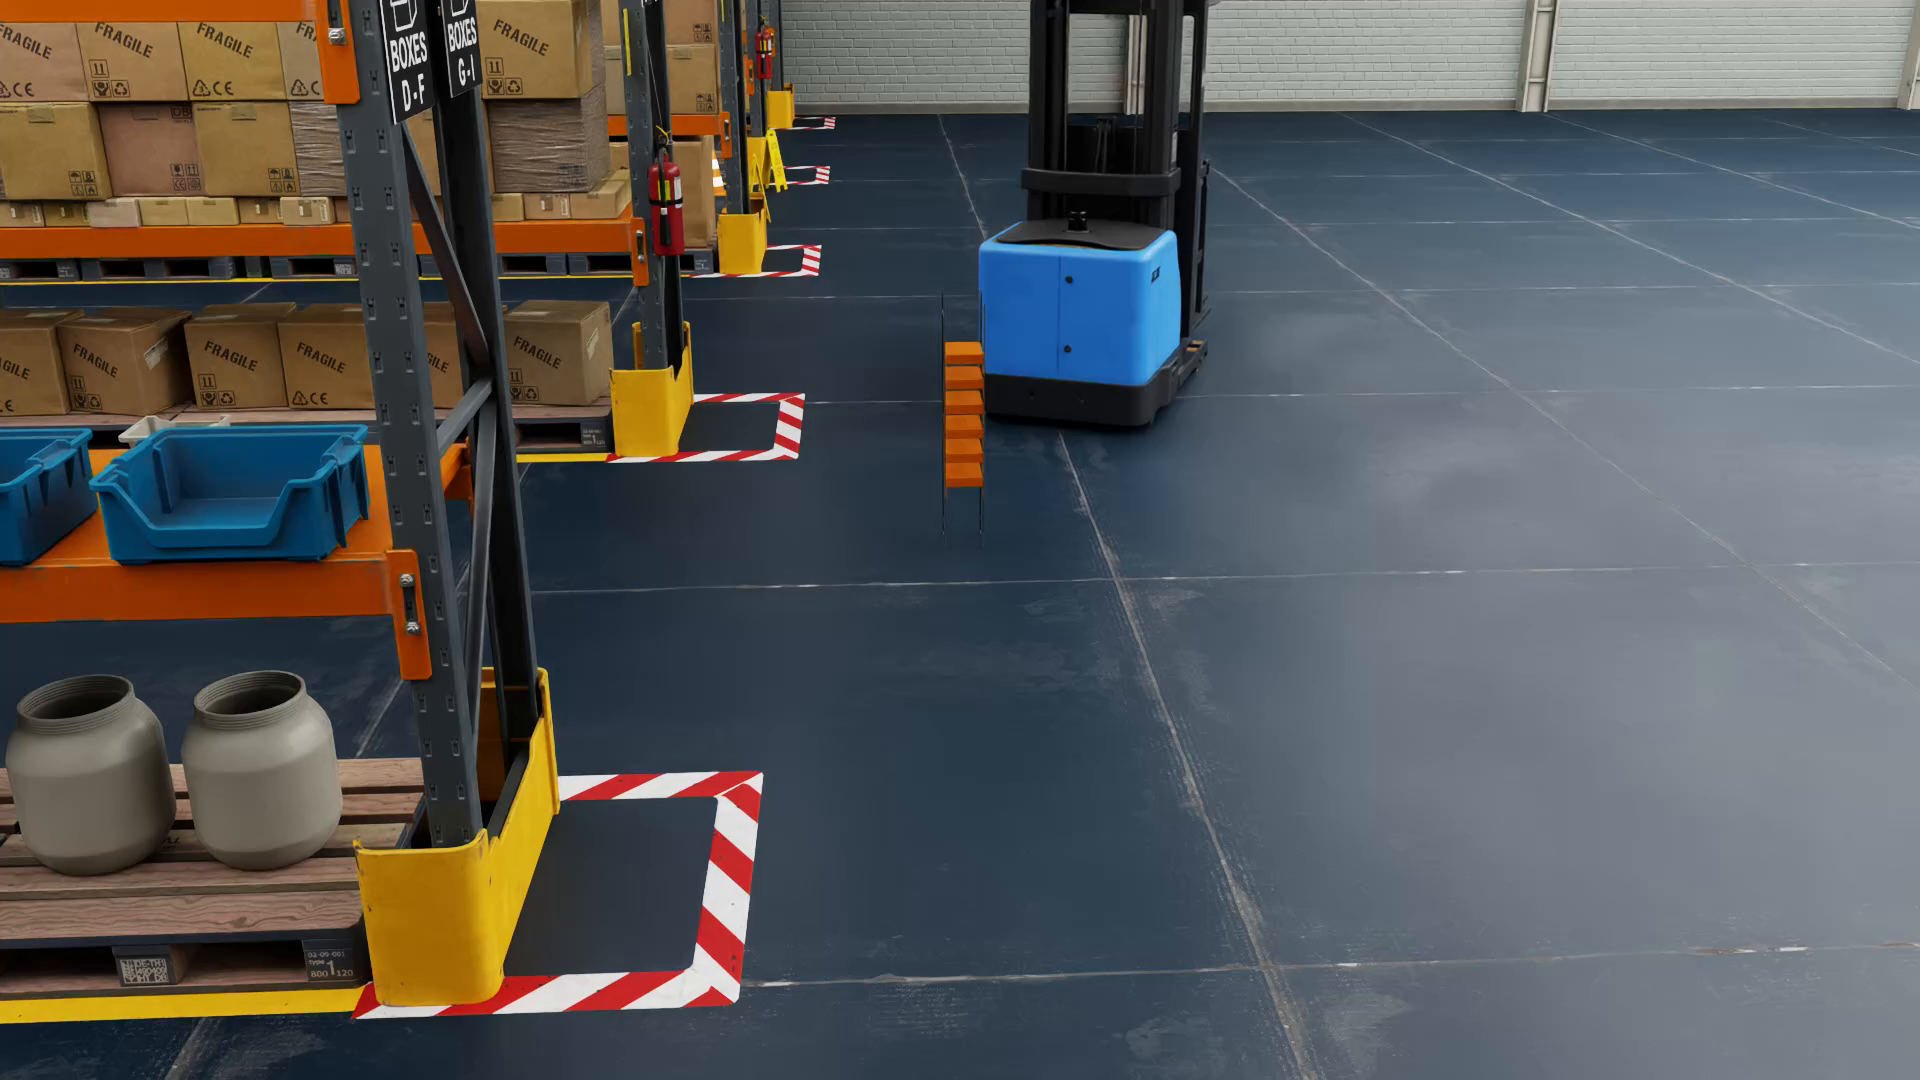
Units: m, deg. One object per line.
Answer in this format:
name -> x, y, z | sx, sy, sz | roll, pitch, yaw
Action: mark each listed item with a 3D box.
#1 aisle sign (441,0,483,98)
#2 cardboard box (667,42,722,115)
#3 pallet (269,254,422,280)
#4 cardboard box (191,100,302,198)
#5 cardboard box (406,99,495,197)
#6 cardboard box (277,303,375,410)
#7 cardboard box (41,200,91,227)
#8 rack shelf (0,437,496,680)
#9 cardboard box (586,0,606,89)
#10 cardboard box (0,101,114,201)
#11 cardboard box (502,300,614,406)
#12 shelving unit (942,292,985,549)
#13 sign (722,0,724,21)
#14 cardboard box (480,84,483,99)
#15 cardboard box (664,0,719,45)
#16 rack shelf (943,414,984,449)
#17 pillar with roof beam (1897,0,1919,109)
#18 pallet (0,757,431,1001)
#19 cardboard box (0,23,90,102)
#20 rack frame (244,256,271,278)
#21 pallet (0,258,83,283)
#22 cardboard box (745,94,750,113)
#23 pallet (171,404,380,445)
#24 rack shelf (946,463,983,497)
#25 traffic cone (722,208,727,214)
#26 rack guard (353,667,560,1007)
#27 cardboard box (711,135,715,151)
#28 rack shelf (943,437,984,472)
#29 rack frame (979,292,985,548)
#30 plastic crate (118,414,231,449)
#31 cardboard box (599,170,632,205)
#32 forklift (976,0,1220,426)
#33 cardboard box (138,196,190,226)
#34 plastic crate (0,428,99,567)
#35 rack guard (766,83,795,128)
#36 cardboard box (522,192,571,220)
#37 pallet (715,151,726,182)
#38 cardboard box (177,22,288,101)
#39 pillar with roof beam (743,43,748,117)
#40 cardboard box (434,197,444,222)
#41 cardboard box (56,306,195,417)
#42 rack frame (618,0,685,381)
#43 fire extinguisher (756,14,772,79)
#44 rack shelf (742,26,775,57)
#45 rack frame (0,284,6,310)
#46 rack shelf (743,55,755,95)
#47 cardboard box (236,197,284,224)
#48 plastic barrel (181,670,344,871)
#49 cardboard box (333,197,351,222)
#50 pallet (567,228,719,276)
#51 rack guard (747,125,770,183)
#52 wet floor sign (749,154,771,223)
aisle sign -> -1.389, -1.638, 4.553 | 0.004, 0.787, 0.394 | -1, 21, -3
cardboard box -> -2.277, -3.887, 13.904 | 0.550, 0.550, 0.875 | -1, 21, -3
pallet -> -5.139, -2.444, 14.243 | 1.213, 0.211, 1.003 | -1, 21, -3
cardboard box -> -3.772, -2.207, 9.144 | 0.500, 0.500, 0.875 | -1, 21, -3
cardboard box -> -2.770, -2.208, 9.147 | 0.500, 0.500, 0.875 | -1, 21, -3
cardboard box -> -3.573, -1.068, 9.632 | 0.500, 0.500, 0.500 | 1, 21, 2
cardboard box -> -4.741, -1.799, 8.984 | 0.250, 0.149, 0.380 | -1, 21, -3
rack shelf -> -3.441, 0.060, 4.760 | 4.000, 0.370, 1.077 | -1, 21, -3
cardboard box -> -2.292, -2.815, 9.336 | 0.500, 0.500, 0.500 | -1, 21, -3
cardboard box -> -4.767, -2.166, 9.036 | 0.500, 0.500, 0.875 | -1, 21, -3
cardboard box -> -2.352, -1.098, 9.712 | 0.500, 0.500, 0.500 | 3, 21, 7
shelving unit -> 0.014, -0.561, 7.908 | 0.189, 1.200, 0.258 | -1, 21, -3
sign -> -1.892, -4.299, 13.238 | 0.005, 0.325, 0.100 | -1, 21, -3
cardboard box -> -2.761, -2.619, 8.819 | 0.500, 0.500, 0.500 | -1, 21, -3
cardboard box -> -2.282, -4.422, 13.790 | 0.550, 0.550, 0.875 | -1, 21, -3
rack shelf -> 0.014, -0.520, 7.924 | 0.180, 0.103, 0.258 | -1, 21, -3
pillar with roof beam -> 14.890, -9.306, 19.917 | 0.400, 9.000, 9.100 | -1, 21, -3
pallet -> -2.329, 1.019, 5.148 | 1.213, 0.211, 1.003 | -1, 21, -3
cardboard box -> -4.758, -2.578, 8.713 | 0.500, 0.500, 0.500 | -1, 21, -3
rack frame -> -5.903, -3.759, 13.779 | 0.127, 3.000, 1.000 | -1, 21, -3
pallet -> -7.890, -2.388, 14.096 | 1.213, 0.211, 1.003 | -1, 21, -3
cardboard box -> -3.031, -6.150, 23.332 | 0.500, 0.250, 0.500 | -1, 21, -3
pallet -> -3.831, -0.744, 9.779 | 1.213, 0.211, 1.003 | -1, 21, -3
rack shelf -> 0.014, -0.295, 8.009 | 0.180, 0.103, 0.258 | -1, 21, -3
traffic cone -> -2.246, -3.557, 16.813 | 0.334, 0.463, 0.336 | -1, 21, -3
rack guard -> -1.518, 0.869, 5.135 | 0.348, 0.500, 1.175 | -1, 21, -3
cardboard box -> -3.114, -4.590, 19.236 | 0.500, 0.250, 0.500 | -1, 21, -3
rack shelf -> 0.014, -0.407, 7.967 | 0.180, 0.103, 0.258 | -1, 21, -3
rack frame -> 0.106, -0.563, 7.913 | 0.006, 1.200, 0.240 | -1, 21, -3
plastic crate -> -2.356, -0.290, 5.038 | 0.250, 0.136, 0.298 | -1, 21, -3
cardboard box -> -2.025, -2.038, 9.612 | 0.250, 0.149, 0.380 | -1, 21, -3
forklift -> 1.042, -2.523, 10.629 | 1.130, 2.935, 3.031 | 7, 22, 17
cardboard box -> -4.242, -1.810, 9.011 | 0.250, 0.149, 0.380 | -1, 21, -3
plastic crate -> -2.576, -0.120, 4.430 | 0.408, 0.251, 0.499 | -1, 21, -3
rack guard -> -2.556, -6.192, 23.683 | 0.348, 0.500, 1.175 | -1, 21, -3
cardboard box -> -2.250, -1.875, 9.184 | 0.250, 0.149, 0.380 | -1, 21, -3
pallet -> -3.182, -4.288, 19.088 | 1.213, 0.211, 1.003 | -1, 21, -3
cardboard box -> -3.760, -2.602, 8.776 | 0.500, 0.500, 0.500 | -1, 21, -3
pillar with roof beam -> -3.081, -8.941, 18.957 | 0.400, 9.000, 9.100 | -1, 21, -3
cardboard box -> -2.747, -1.852, 9.123 | 0.250, 0.149, 0.380 | -1, 21, -3
cardboard box -> -4.748, -1.032, 9.538 | 0.500, 0.500, 0.500 | 5, 22, 14
rack frame -> -1.727, -2.077, 9.360 | 0.127, 3.000, 1.000 | -1, 21, -3
fire extinguisher -> -2.152, -5.399, 18.196 | 0.183, 0.674, 0.296 | -1, 21, -3
rack shelf -> -4.577, -6.983, 23.258 | 4.000, 0.370, 1.077 | -1, 21, -3
rack frame -> -5.721, -1.995, 9.146 | 0.127, 3.000, 1.000 | -1, 21, -3
rack shelf -> -4.290, -5.220, 18.627 | 4.000, 0.370, 1.077 | -1, 21, -3
cardboard box -> -3.745, -1.832, 9.070 | 0.250, 0.149, 0.380 | -1, 21, -3
plastic barrel -> -2.097, 0.690, 5.000 | 0.421, 0.512, 0.421 | 0, 21, 0
cardboard box -> -3.247, -1.849, 9.115 | 0.250, 0.149, 0.380 | -1, 21, -3
pallet -> -2.703, -2.493, 14.373 | 1.213, 0.211, 1.003 | -1, 21, -3
rack guard -> -2.369, -4.427, 19.047 | 0.348, 0.500, 1.175 | -1, 21, -3
wet floor sign -> -1.994, -3.444, 16.261 | 0.232, 0.644, 0.267 | -5, 21, -12
